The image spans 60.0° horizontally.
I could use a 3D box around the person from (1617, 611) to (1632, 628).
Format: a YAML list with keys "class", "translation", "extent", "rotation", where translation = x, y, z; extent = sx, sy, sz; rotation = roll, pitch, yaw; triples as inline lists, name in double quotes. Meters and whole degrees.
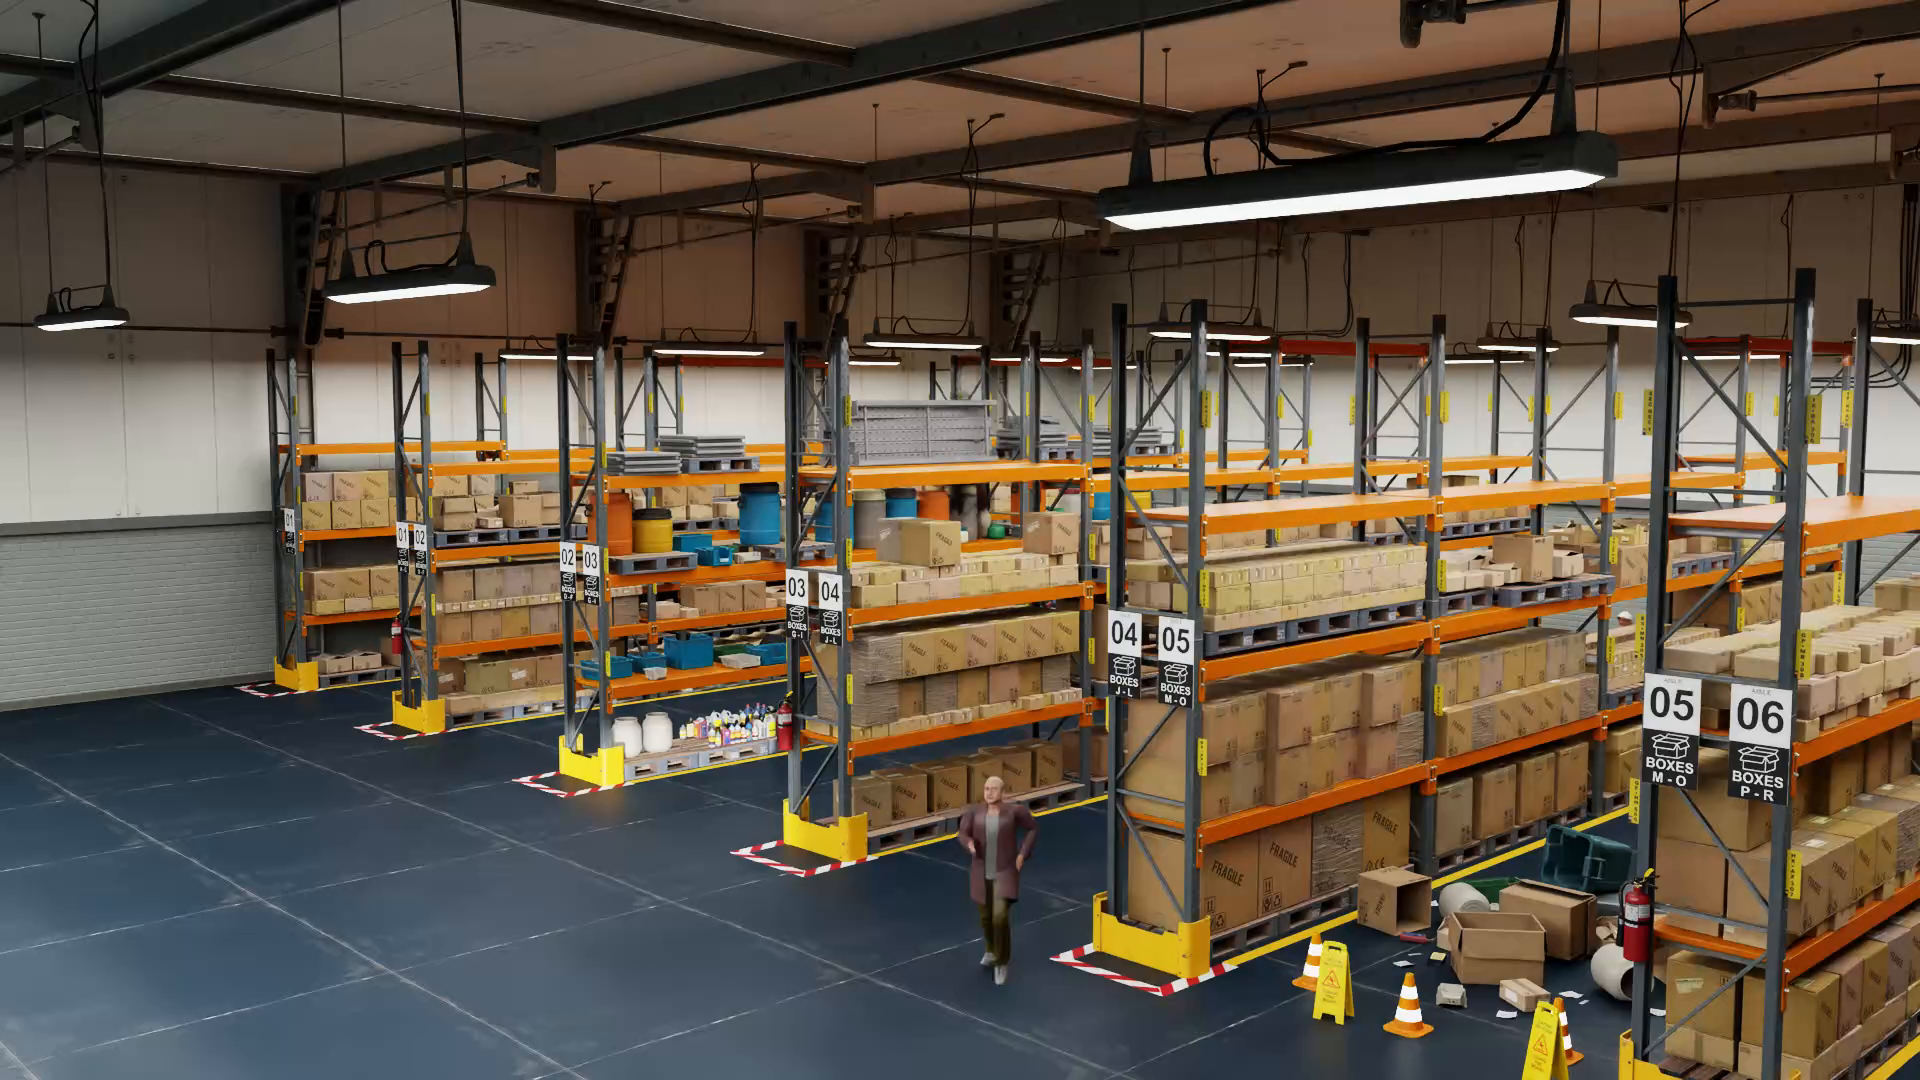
- class: "person"
  translation: [10.321, 1.954, 25.885]
  extent: [0.819, 1.701, 0.656]
  rotation: [-5, 7, -44]

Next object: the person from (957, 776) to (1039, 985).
- class: "person"
  translation: [0.300, 3.013, 14.777]
  extent: [0.680, 1.849, 0.785]
  rotation: [2, 5, 19]
